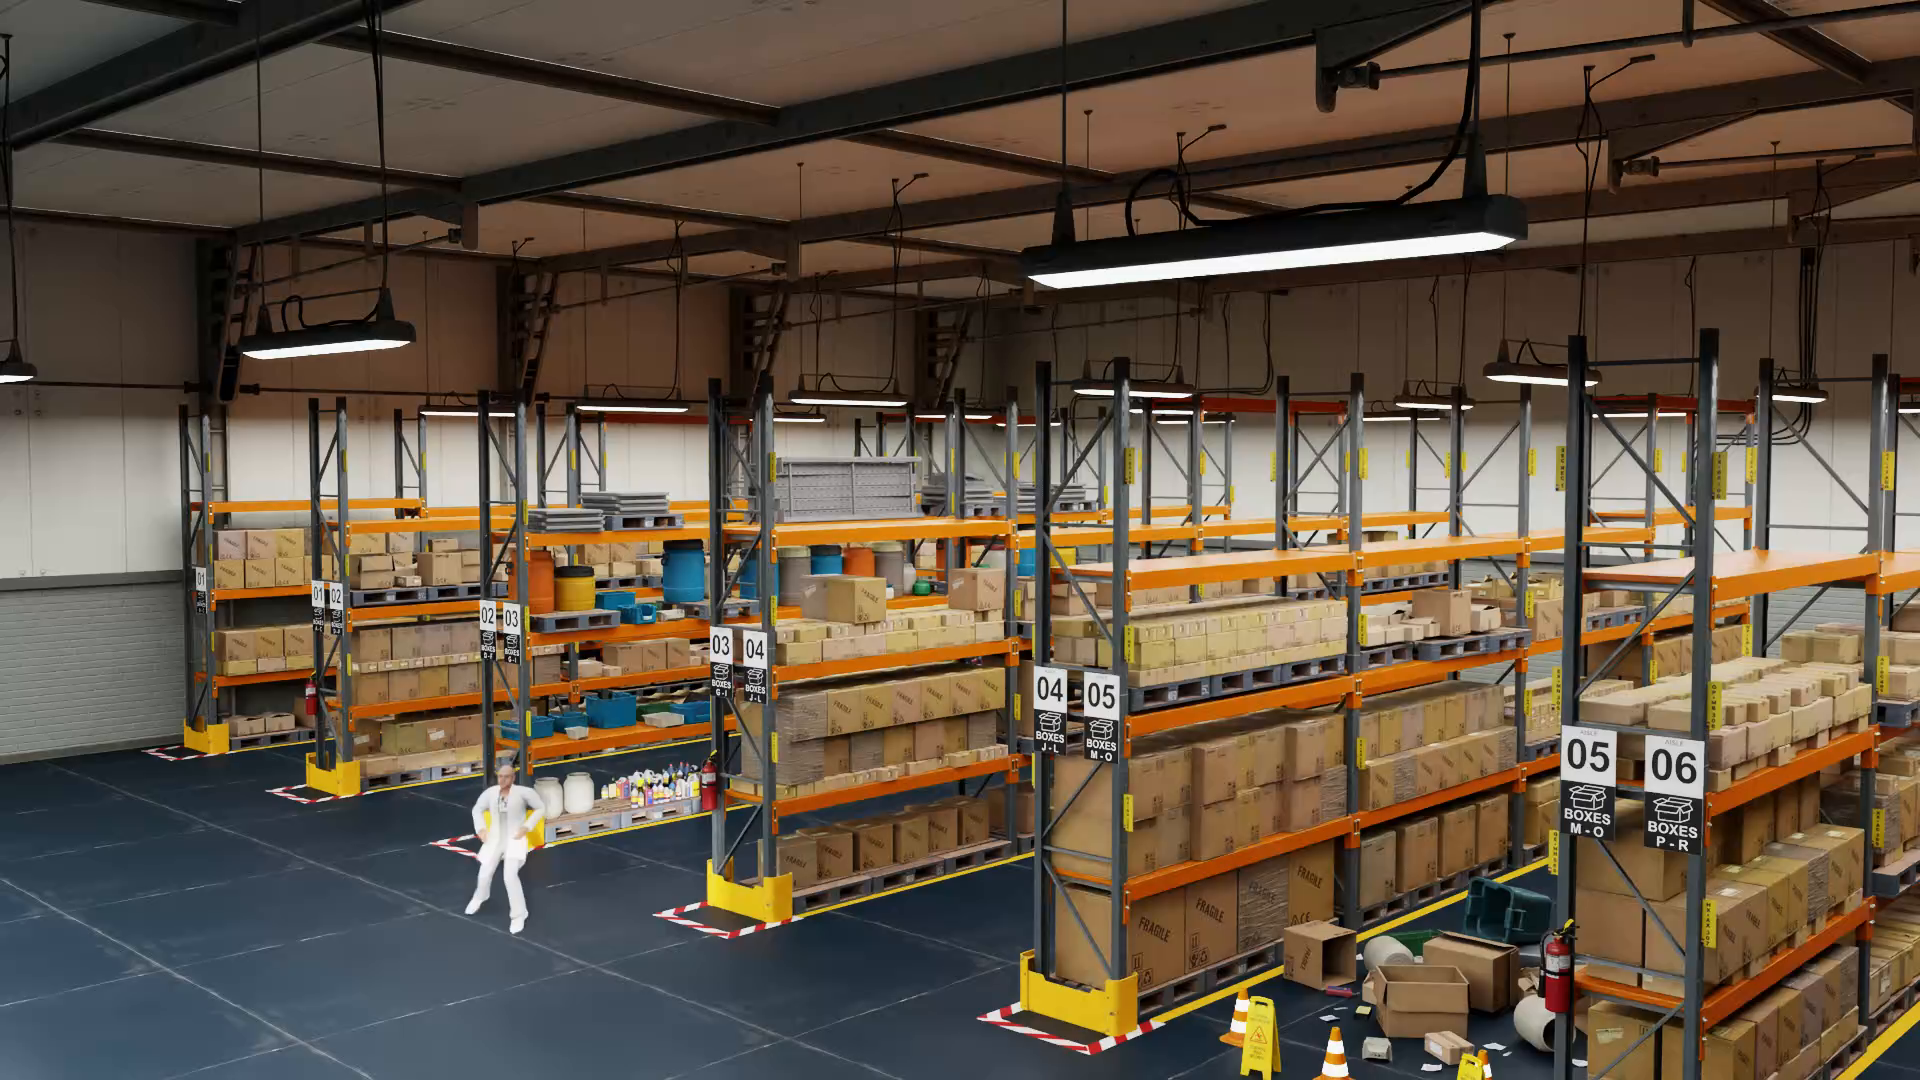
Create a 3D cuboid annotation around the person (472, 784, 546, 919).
[{"bbox_3d":[-4.990,3.371,18.278,0.871,1.442,0.717,0,3,1],"label":"person"}]
